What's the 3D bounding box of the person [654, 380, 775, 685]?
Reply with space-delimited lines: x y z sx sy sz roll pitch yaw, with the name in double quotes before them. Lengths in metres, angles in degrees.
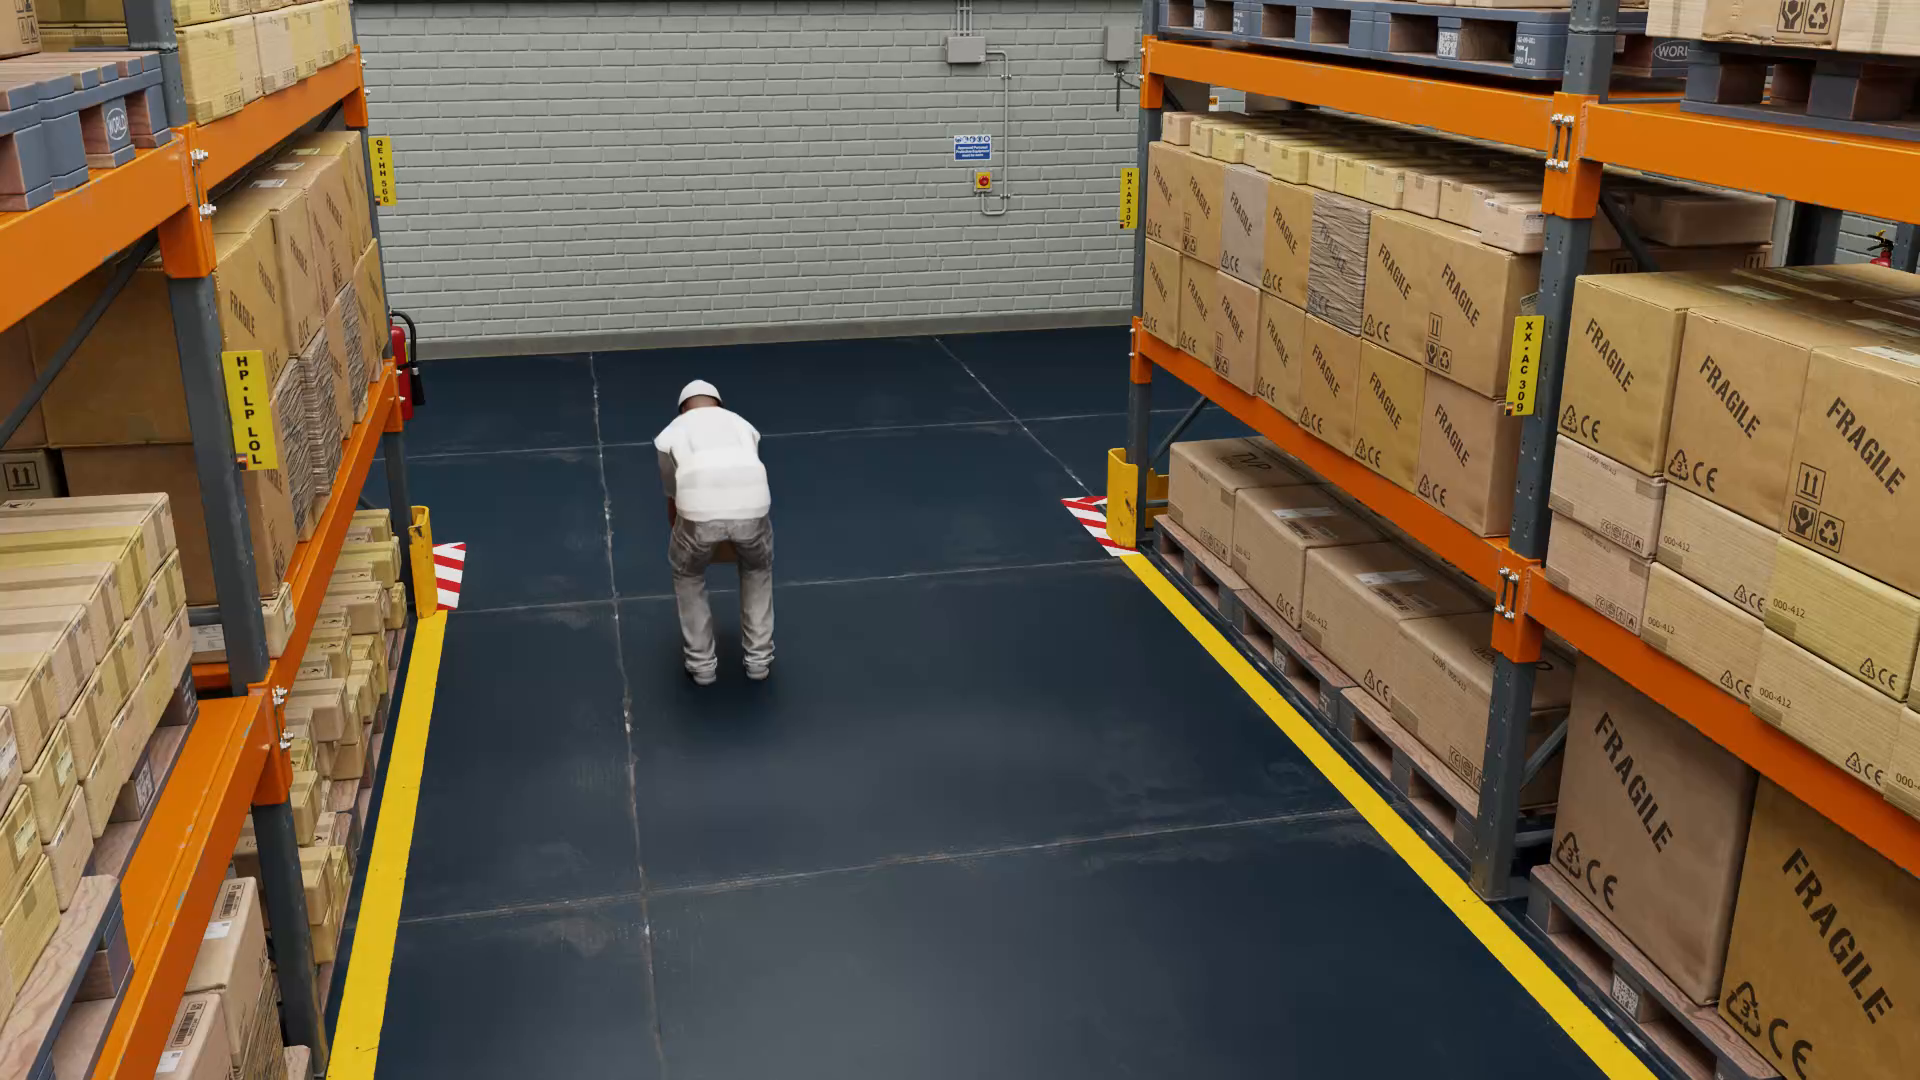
"person" -1.163 -0.045 7.898 0.508 1.293 0.939 -5 20 -14
